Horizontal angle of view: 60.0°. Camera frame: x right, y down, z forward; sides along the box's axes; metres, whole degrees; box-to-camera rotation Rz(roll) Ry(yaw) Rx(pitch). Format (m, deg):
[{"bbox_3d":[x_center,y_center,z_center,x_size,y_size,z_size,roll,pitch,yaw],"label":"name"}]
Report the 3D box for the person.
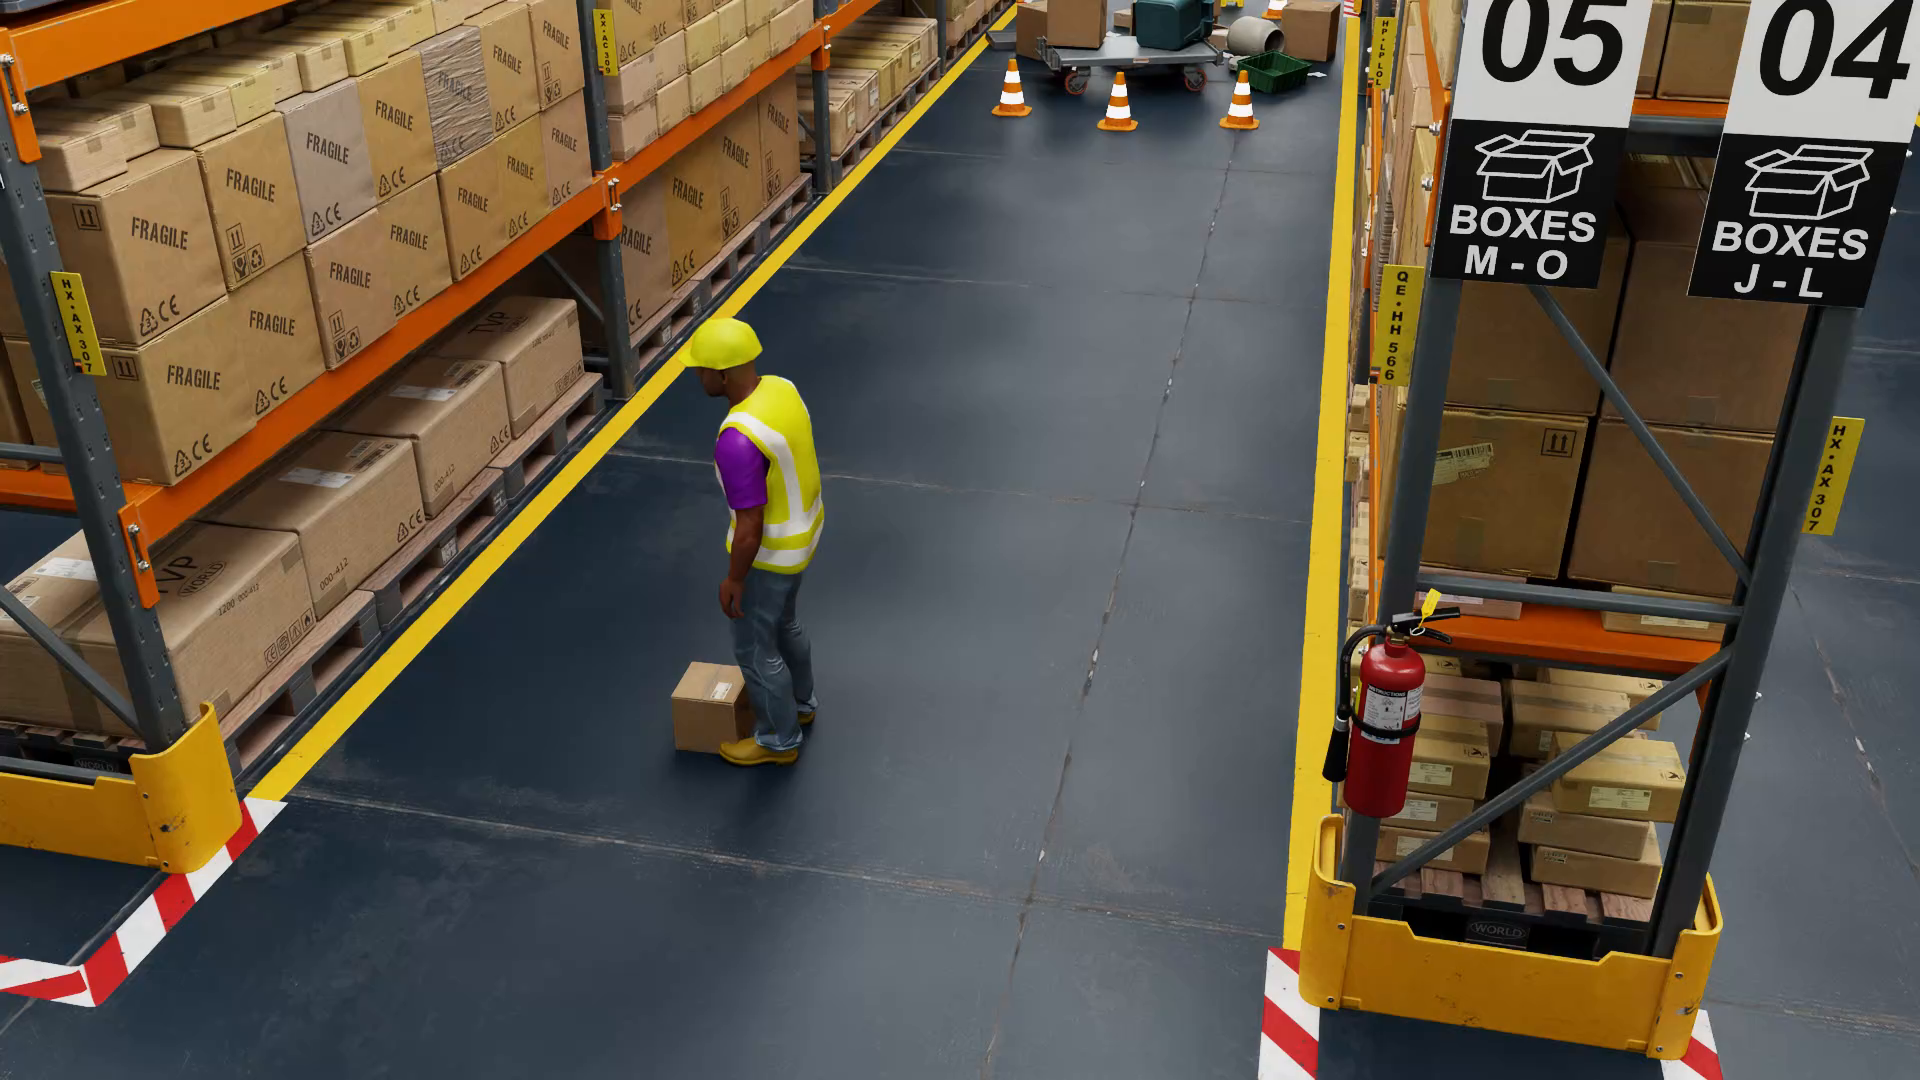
[{"bbox_3d":[-0.736,0.013,6.082,0.463,1.760,0.634,5,29,10],"label":"person"}]
